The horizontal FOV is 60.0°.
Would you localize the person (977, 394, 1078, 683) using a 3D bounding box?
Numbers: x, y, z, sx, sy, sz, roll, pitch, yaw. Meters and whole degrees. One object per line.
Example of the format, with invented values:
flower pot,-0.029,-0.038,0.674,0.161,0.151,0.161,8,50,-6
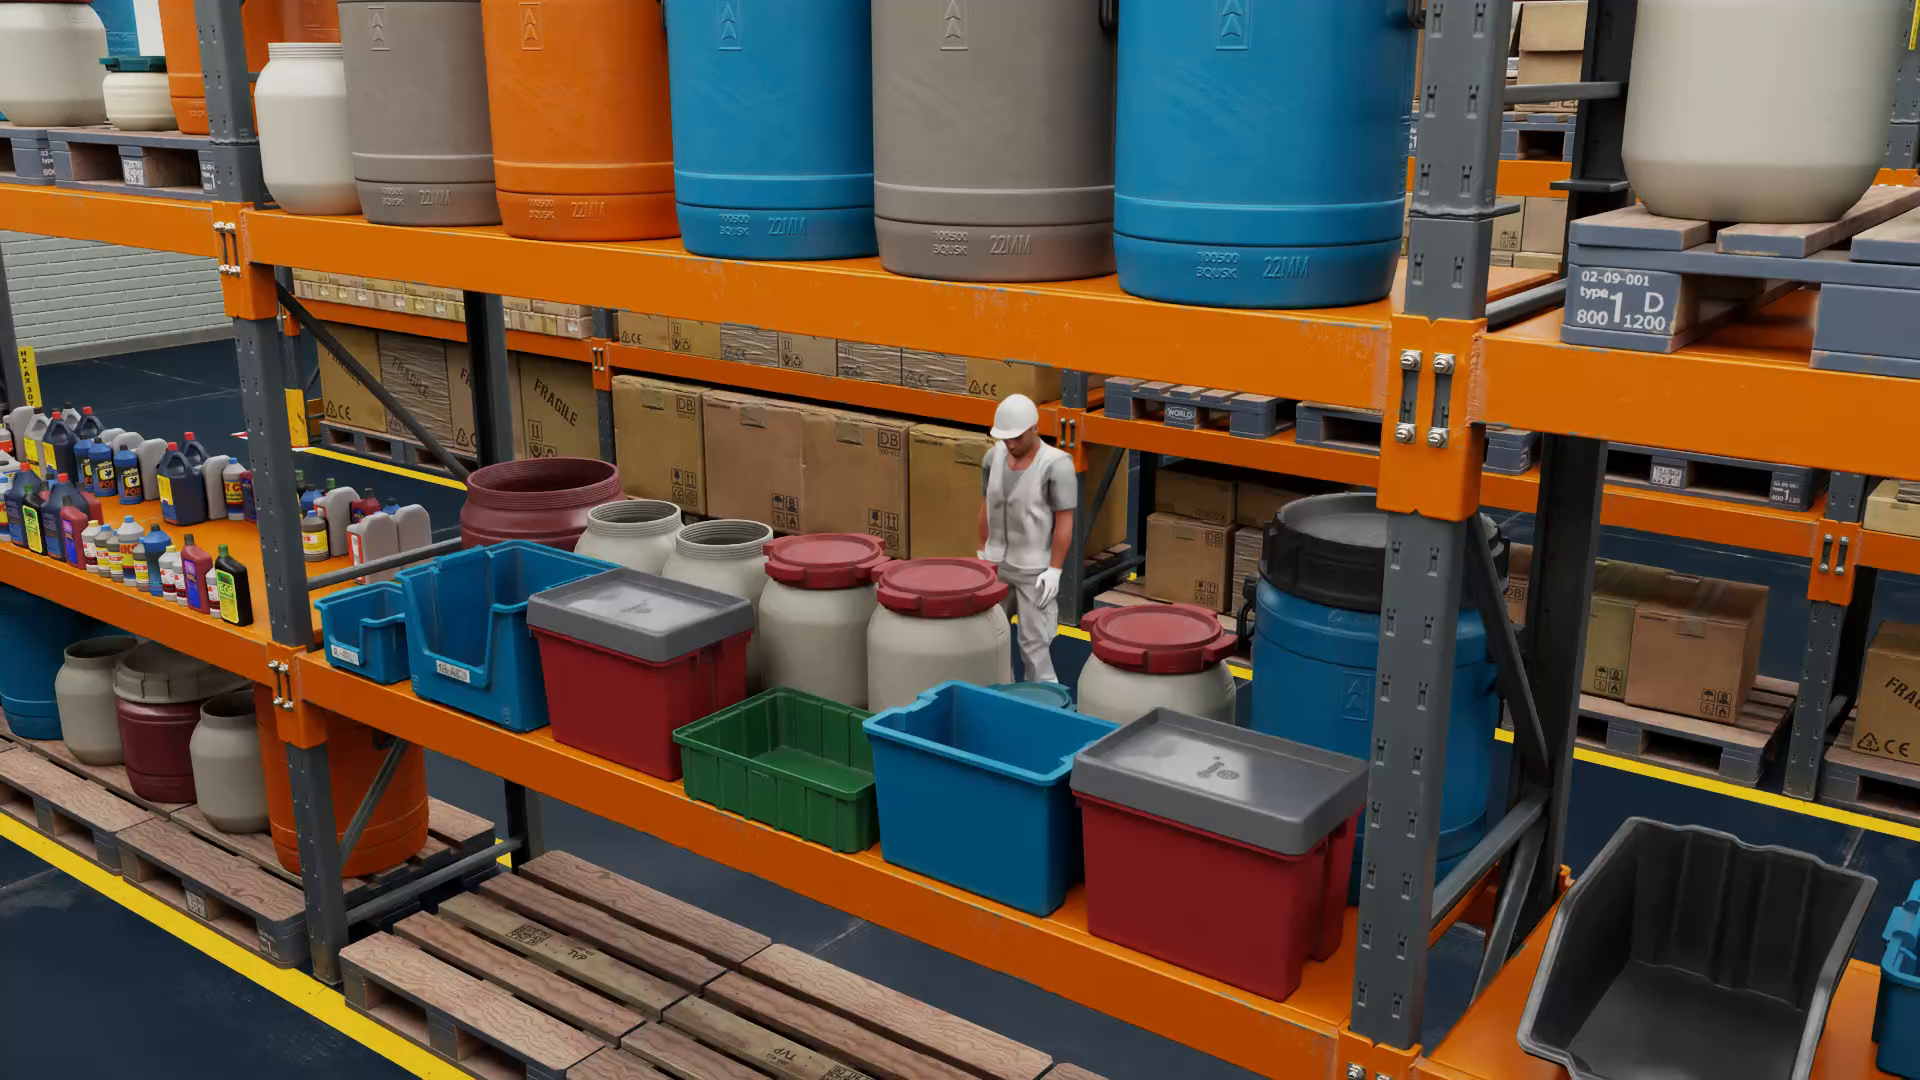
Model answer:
person,0.296,0.152,8.036,0.536,1.758,0.413,12,20,36
